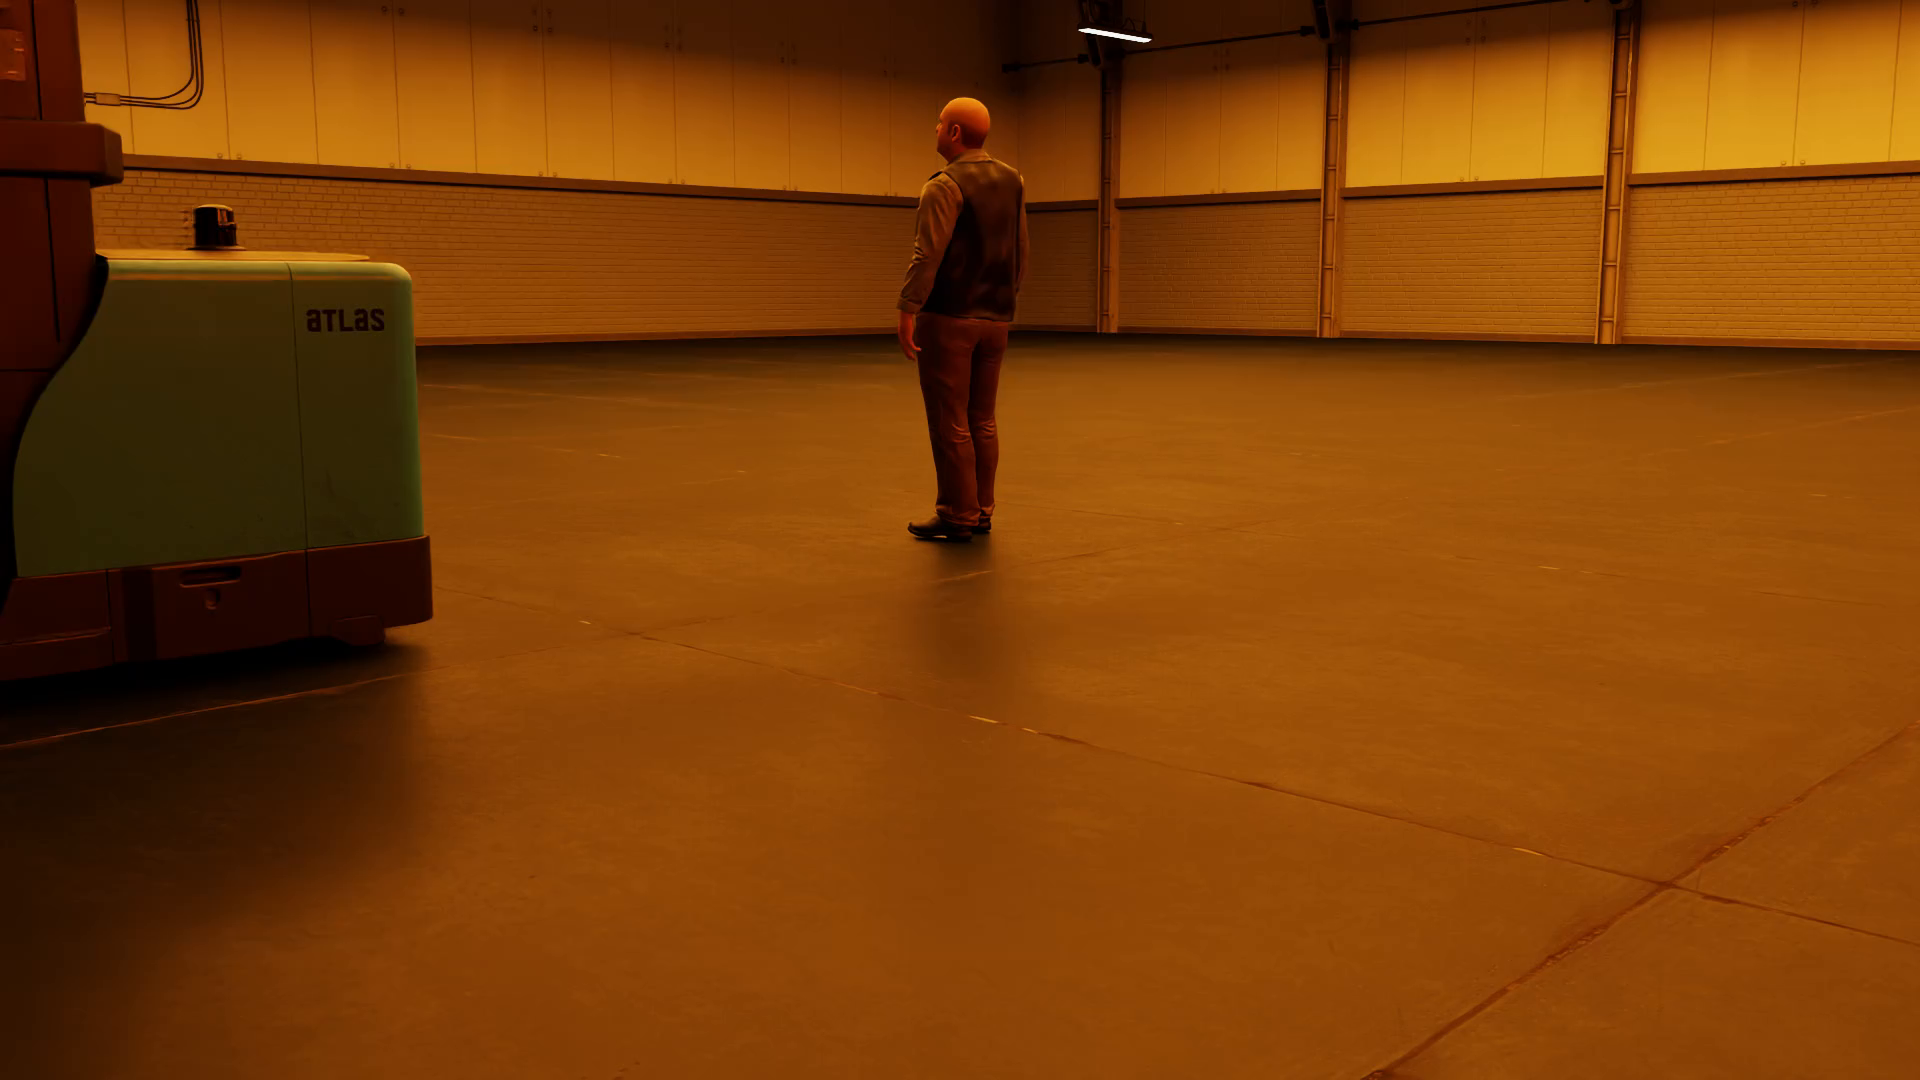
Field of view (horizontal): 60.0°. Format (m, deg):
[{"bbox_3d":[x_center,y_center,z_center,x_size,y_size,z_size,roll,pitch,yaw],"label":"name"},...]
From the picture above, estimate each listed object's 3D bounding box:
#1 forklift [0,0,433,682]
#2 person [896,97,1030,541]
[{"bbox_3d":[-2.953,-1.064,3.937,3.031,2.935,1.130,-7,11,-40],"label":"forklift"},{"bbox_3d":[-0.040,-0.866,6.636,0.566,1.722,0.634,8,12,43],"label":"person"}]
